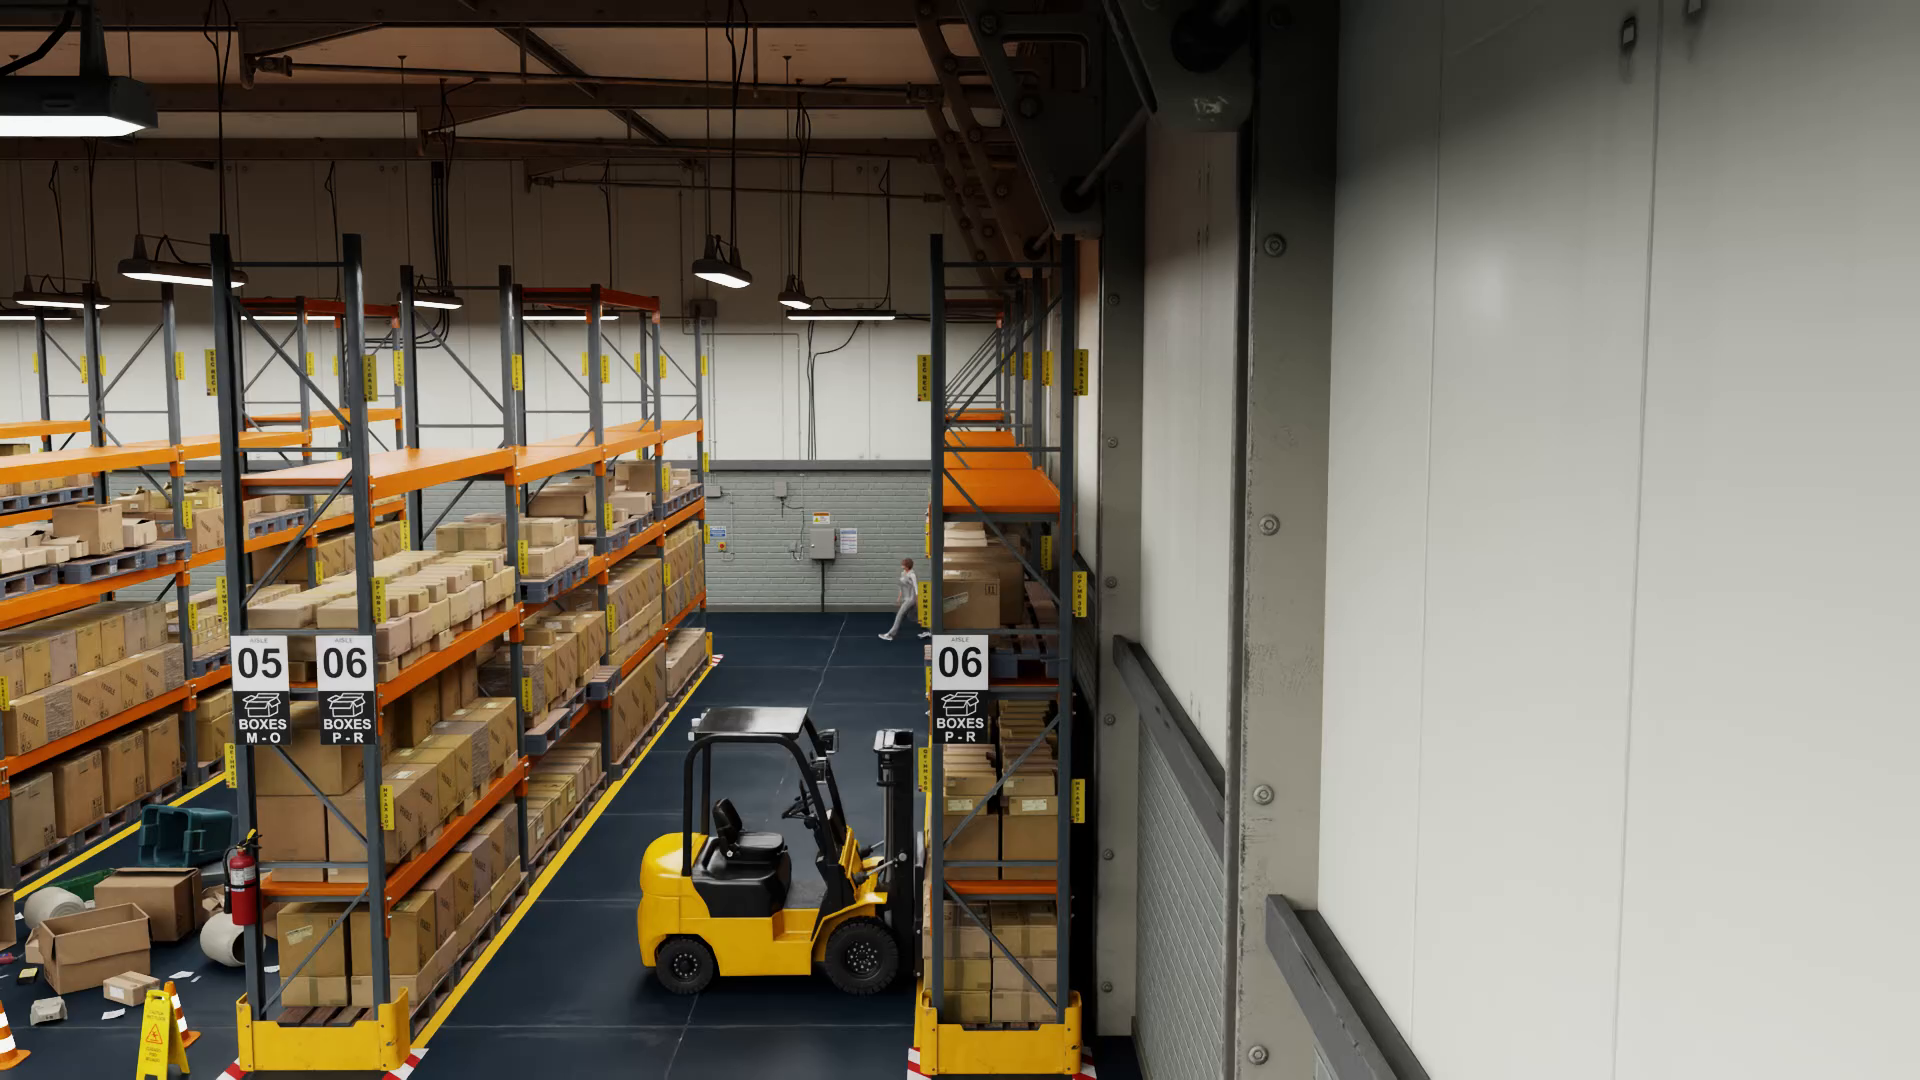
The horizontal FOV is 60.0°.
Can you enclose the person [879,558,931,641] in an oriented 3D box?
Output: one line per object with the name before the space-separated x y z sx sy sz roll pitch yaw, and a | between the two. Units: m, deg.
person | -0.984 1.071 30.214 1.032 1.508 0.392 -2 7 -17
